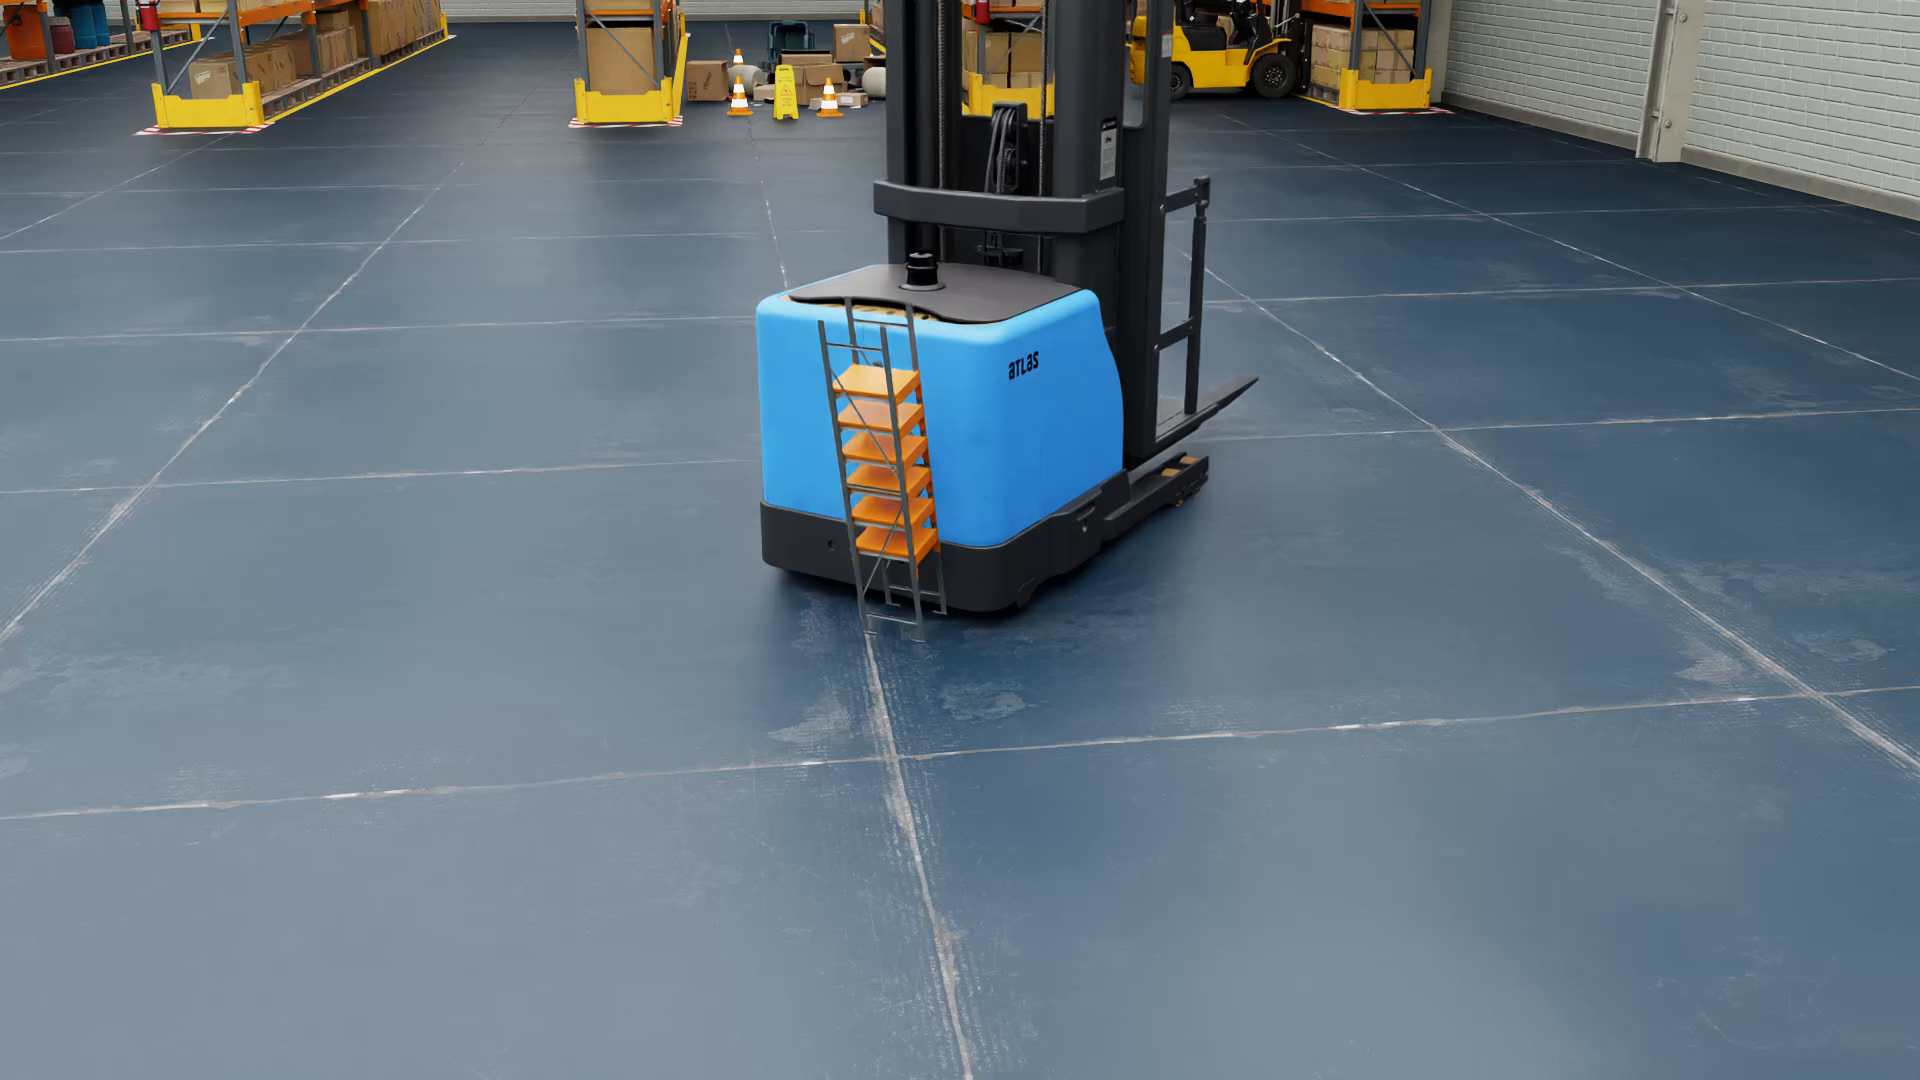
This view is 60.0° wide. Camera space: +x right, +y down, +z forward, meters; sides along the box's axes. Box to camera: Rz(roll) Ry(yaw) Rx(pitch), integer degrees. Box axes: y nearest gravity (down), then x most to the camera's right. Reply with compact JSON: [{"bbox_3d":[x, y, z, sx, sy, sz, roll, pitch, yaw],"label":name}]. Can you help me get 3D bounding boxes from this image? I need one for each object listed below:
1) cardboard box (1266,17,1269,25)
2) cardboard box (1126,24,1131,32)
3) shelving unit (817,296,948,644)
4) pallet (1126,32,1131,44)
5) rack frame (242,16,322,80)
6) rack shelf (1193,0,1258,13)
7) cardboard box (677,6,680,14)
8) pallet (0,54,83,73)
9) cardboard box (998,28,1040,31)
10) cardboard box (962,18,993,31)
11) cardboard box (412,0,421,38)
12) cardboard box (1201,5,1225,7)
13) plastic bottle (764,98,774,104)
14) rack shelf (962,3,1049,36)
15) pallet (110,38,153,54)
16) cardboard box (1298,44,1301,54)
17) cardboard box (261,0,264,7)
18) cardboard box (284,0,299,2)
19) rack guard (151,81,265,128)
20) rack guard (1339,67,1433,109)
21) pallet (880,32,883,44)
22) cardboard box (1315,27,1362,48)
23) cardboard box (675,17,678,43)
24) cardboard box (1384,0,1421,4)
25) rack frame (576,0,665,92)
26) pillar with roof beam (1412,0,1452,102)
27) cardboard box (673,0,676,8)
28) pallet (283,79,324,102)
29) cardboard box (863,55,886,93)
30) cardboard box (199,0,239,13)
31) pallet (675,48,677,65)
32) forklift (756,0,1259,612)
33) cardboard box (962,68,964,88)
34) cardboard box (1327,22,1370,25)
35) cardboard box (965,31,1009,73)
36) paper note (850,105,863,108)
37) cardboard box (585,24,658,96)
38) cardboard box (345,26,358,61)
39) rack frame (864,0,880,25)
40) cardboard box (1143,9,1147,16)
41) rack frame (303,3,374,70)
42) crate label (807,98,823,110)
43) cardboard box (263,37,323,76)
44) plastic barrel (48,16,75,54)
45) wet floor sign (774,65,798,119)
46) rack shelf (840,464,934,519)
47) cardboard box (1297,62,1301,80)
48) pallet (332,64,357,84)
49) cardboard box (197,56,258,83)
[{"bbox_3d":[4.820,-7.749,25.076,0.500,0.250,0.500,-3,21,-9],"label":"cardboard box"},{"bbox_3d":[3.536,-10.364,33.653,0.380,0.149,0.250,-4,21,-9],"label":"cardboard box"},{"bbox_3d":[-0.246,-0.213,5.552,0.258,1.200,0.189,9,35,23],"label":"shelving unit"},{"bbox_3d":[3.809,-10.256,33.875,1.003,0.211,1.213,-3,21,-8],"label":"pallet"},{"bbox_3d":[-9.657,-7.804,23.323,1.000,3.000,0.127,-3,21,-8],"label":"rack frame"},{"bbox_3d":[4.772,-8.911,27.314,1.077,0.370,4.000,-3,21,-8],"label":"rack shelf"},{"bbox_3d":[-5.995,-10.970,34.424,0.380,0.149,0.250,-3,21,-9],"label":"cardboard box"},{"bbox_3d":[-15.290,-7.903,27.575,1.003,0.211,1.213,-3,21,-8],"label":"pallet"},{"bbox_3d":[0.800,-6.661,22.520,0.500,0.500,0.500,-4,21,-10],"label":"cardboard box"},{"bbox_3d":[0.233,-6.870,22.154,0.380,0.149,0.250,-2,21,-6],"label":"cardboard box"},{"bbox_3d":[-10.826,-10.007,31.660,0.875,0.875,0.875,-3,21,-8],"label":"cardboard box"},{"bbox_3d":[4.643,-9.740,30.553,0.380,0.149,0.250,-4,21,-10],"label":"cardboard box"},{"bbox_3d":[-2.580,-5.986,22.656,0.133,0.061,0.283,-11,23,-26],"label":"plastic bottle"},{"bbox_3d":[0.438,-7.274,22.933,1.077,0.370,4.000,-3,21,-8],"label":"rack shelf"},{"bbox_3d":[-15.856,-9.270,31.234,1.003,0.211,1.213,-3,21,-8],"label":"pallet"},{"bbox_3d":[5.032,-6.991,23.762,0.500,0.250,0.500,-3,21,-8],"label":"cardboard box"},{"bbox_3d":[-9.073,-6.844,21.113,0.380,0.149,0.250,-3,21,-8],"label":"cardboard box"},{"bbox_3d":[-9.186,-7.369,22.517,0.380,0.149,0.250,-3,21,-8],"label":"cardboard box"},{"bbox_3d":[-9.092,-5.274,20.122,1.175,0.500,0.348,-3,21,-8],"label":"rack guard"},{"bbox_3d":[5.641,-5.991,22.042,1.175,0.500,0.348,-3,21,-8],"label":"rack guard"},{"bbox_3d":[-1.036,-10.034,33.280,1.003,0.211,1.213,-3,21,-8],"label":"pallet"},{"bbox_3d":[5.183,-6.867,22.716,0.500,0.250,0.500,-3,21,-7],"label":"cardboard box"},{"bbox_3d":[-5.458,-9.393,30.551,0.500,0.500,0.500,-3,21,-9],"label":"cardboard box"},{"bbox_3d":[5.841,-7.402,22.106,0.500,0.500,0.500,-2,21,-6],"label":"cardboard box"},{"bbox_3d":[-4.158,-6.634,20.191,1.000,3.000,0.127,-3,21,-8],"label":"rack frame"},{"bbox_3d":[2.169,-10.050,20.763,9.100,9.000,0.400,-3,21,-8],"label":"pillar with roof beam"},{"bbox_3d":[-5.469,-9.742,30.413,0.500,0.250,0.500,-2,21,-5],"label":"cardboard box"},{"bbox_3d":[-9.525,-6.267,23.193,1.003,0.211,1.213,-3,21,-8],"label":"pallet"},{"bbox_3d":[-1.043,-6.694,23.921,0.500,0.500,0.500,12,24,29],"label":"cardboard box"},{"bbox_3d":[-8.886,-6.412,19.955,0.380,0.149,0.250,-3,21,-8],"label":"cardboard box"},{"bbox_3d":[-5.422,-8.368,28.819,1.003,0.211,1.213,-3,21,-8],"label":"pallet"},{"bbox_3d":[0.431,-1.588,6.778,1.130,2.935,3.031,12,23,28],"label":"forklift"},{"bbox_3d":[0.276,-6.273,22.555,0.500,0.250,0.500,-3,21,-8],"label":"cardboard box"},{"bbox_3d":[5.551,-7.247,23.734,0.500,0.250,0.500,-3,21,-9],"label":"cardboard box"},{"bbox_3d":[0.352,-6.443,21.937,0.500,0.500,0.500,-3,21,-7],"label":"cardboard box"},{"bbox_3d":[-1.380,-5.755,22.080,0.148,0.019,0.142,-11,23,-26],"label":"paper note"},{"bbox_3d":[-4.321,-6.067,21.109,0.875,0.875,0.875,-3,21,-7],"label":"cardboard box"},{"bbox_3d":[-10.117,-7.993,26.773,0.700,0.500,0.500,-4,21,-11],"label":"cardboard box"},{"bbox_3d":[-1.581,-12.458,35.785,1.000,3.000,0.127,-3,21,-8],"label":"rack frame"},{"bbox_3d":[3.841,-9.988,32.143,0.500,0.500,0.500,-3,21,-8],"label":"cardboard box"},{"bbox_3d":[-10.234,-9.189,27.031,1.000,3.000,0.127,-3,21,-8],"label":"rack frame"},{"bbox_3d":[-1.837,-5.757,21.933,0.250,0.136,0.298,-15,25,-35],"label":"crate label"},{"bbox_3d":[-9.724,-7.052,24.255,0.700,0.500,0.500,-5,21,-12],"label":"cardboard box"},{"bbox_3d":[-15.385,-8.565,28.208,0.600,0.588,0.708,-3,21,-8],"label":"plastic barrel"},{"bbox_3d":[-2.194,-5.621,20.843,0.267,0.644,0.232,-7,21,-17],"label":"wet floor sign"},{"bbox_3d":[-0.242,-0.175,5.576,0.258,0.103,0.180,9,35,23],"label":"rack shelf"},{"bbox_3d":[5.034,-6.751,23.833,0.500,0.250,0.500,-2,21,-6],"label":"cardboard box"},{"bbox_3d":[-9.950,-7.190,25.665,1.003,0.211,1.213,-3,21,-8],"label":"pallet"},{"bbox_3d":[-9.274,-5.867,21.109,0.500,0.500,0.500,2,21,6],"label":"cardboard box"}]
